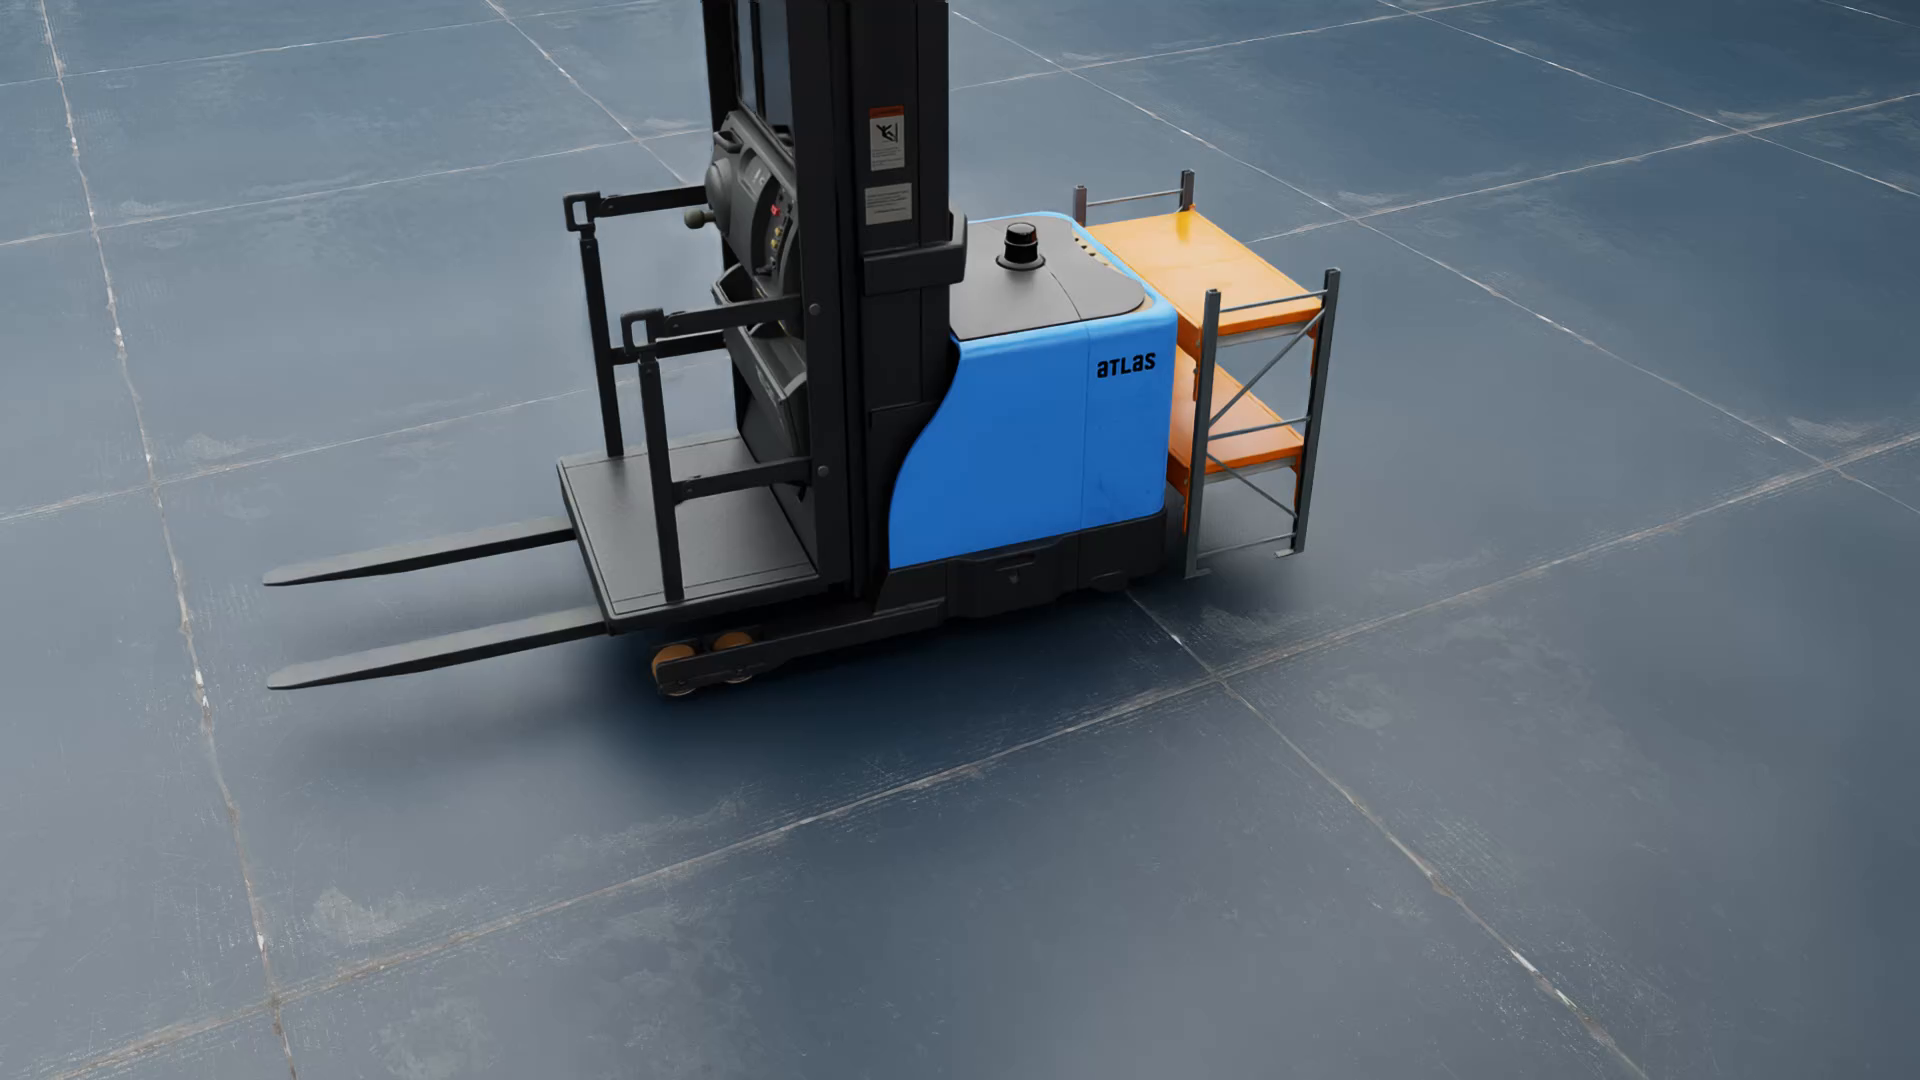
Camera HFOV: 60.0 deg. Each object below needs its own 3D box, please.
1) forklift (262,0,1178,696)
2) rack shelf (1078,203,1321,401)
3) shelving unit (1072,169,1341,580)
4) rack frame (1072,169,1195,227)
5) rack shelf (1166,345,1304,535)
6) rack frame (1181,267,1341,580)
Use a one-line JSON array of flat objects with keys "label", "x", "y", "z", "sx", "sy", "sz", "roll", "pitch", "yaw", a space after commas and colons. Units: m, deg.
[{"label": "forklift", "x": -0.836, "y": -1.046, "z": 5.166, "sx": 3.031, "sy": 2.935, "sz": 1.130, "roll": -12, "pitch": 34, "yaw": -17}, {"label": "rack shelf", "x": 0.852, "y": -0.888, "z": 6.051, "sx": 0.538, "sy": 0.278, "sz": 1.000, "roll": -12, "pitch": 35, "yaw": -18}, {"label": "shelving unit", "x": 0.852, "y": -0.642, "z": 6.209, "sx": 0.538, "sy": 1.125, "sz": 1.048, "roll": -12, "pitch": 35, "yaw": -18}, {"label": "rack frame", "x": 0.663, "y": -0.896, "z": 6.606, "sx": 0.500, "sy": 1.125, "sz": 0.032, "roll": -12, "pitch": 35, "yaw": -18}, {"label": "rack shelf", "x": 0.852, "y": -0.436, "z": 6.341, "sx": 0.538, "sy": 0.278, "sz": 1.000, "roll": -12, "pitch": 35, "yaw": -18}, {"label": "rack frame", "x": 1.041, "y": -0.387, "z": 5.811, "sx": 0.500, "sy": 1.125, "sz": 0.032, "roll": -12, "pitch": 35, "yaw": -18}]
